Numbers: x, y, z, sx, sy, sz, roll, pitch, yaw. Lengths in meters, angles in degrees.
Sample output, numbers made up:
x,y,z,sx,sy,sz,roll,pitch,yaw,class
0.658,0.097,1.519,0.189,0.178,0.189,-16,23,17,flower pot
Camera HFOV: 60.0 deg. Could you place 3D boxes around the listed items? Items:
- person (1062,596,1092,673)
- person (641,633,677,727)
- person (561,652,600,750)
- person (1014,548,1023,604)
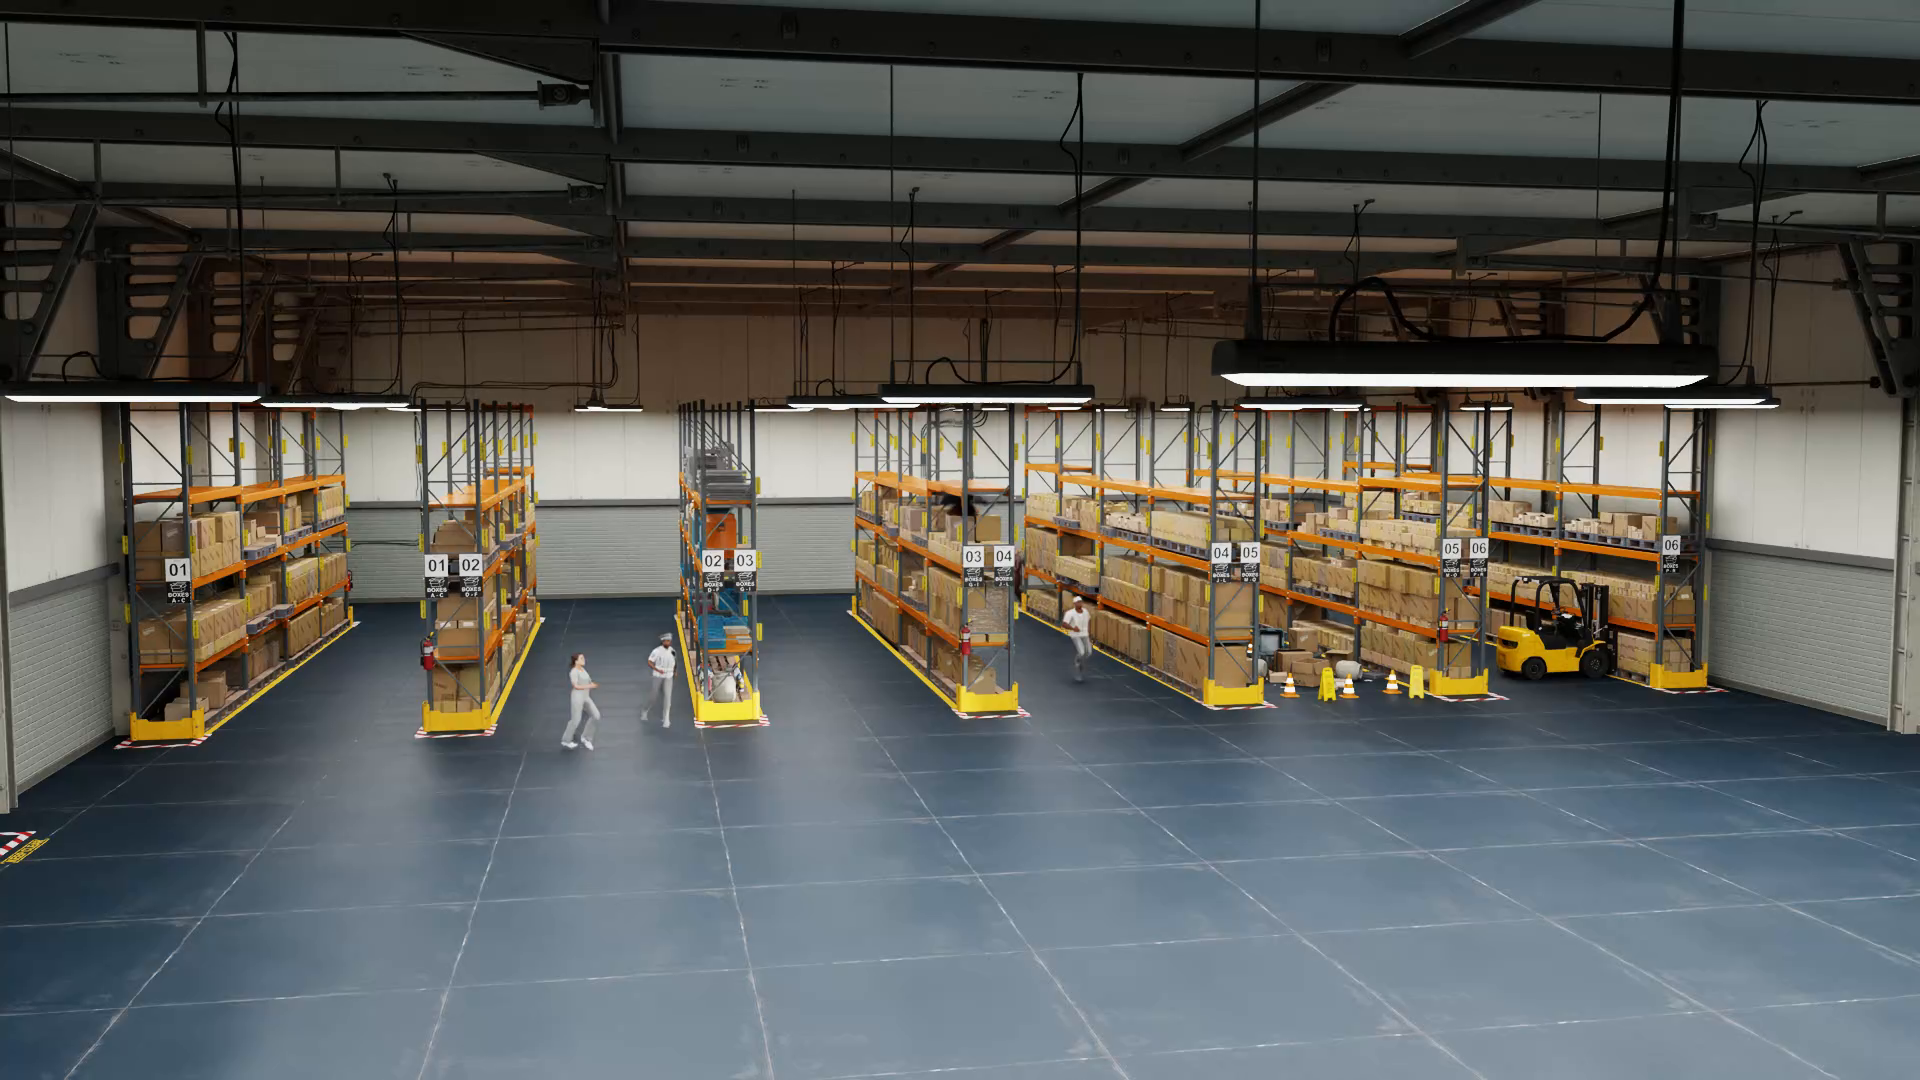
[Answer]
x,y,z,sx,sy,sz,roll,pitch,yaw,class
2.590,2.059,35.864,0.770,1.691,0.540,-2,5,-27,person
-5.490,2.557,30.790,0.663,1.681,0.913,-3,5,-33,person
-6.470,2.751,28.360,0.711,1.697,0.532,1,5,18,person
1.627,1.109,49.441,0.855,1.773,0.692,-1,5,-19,person
